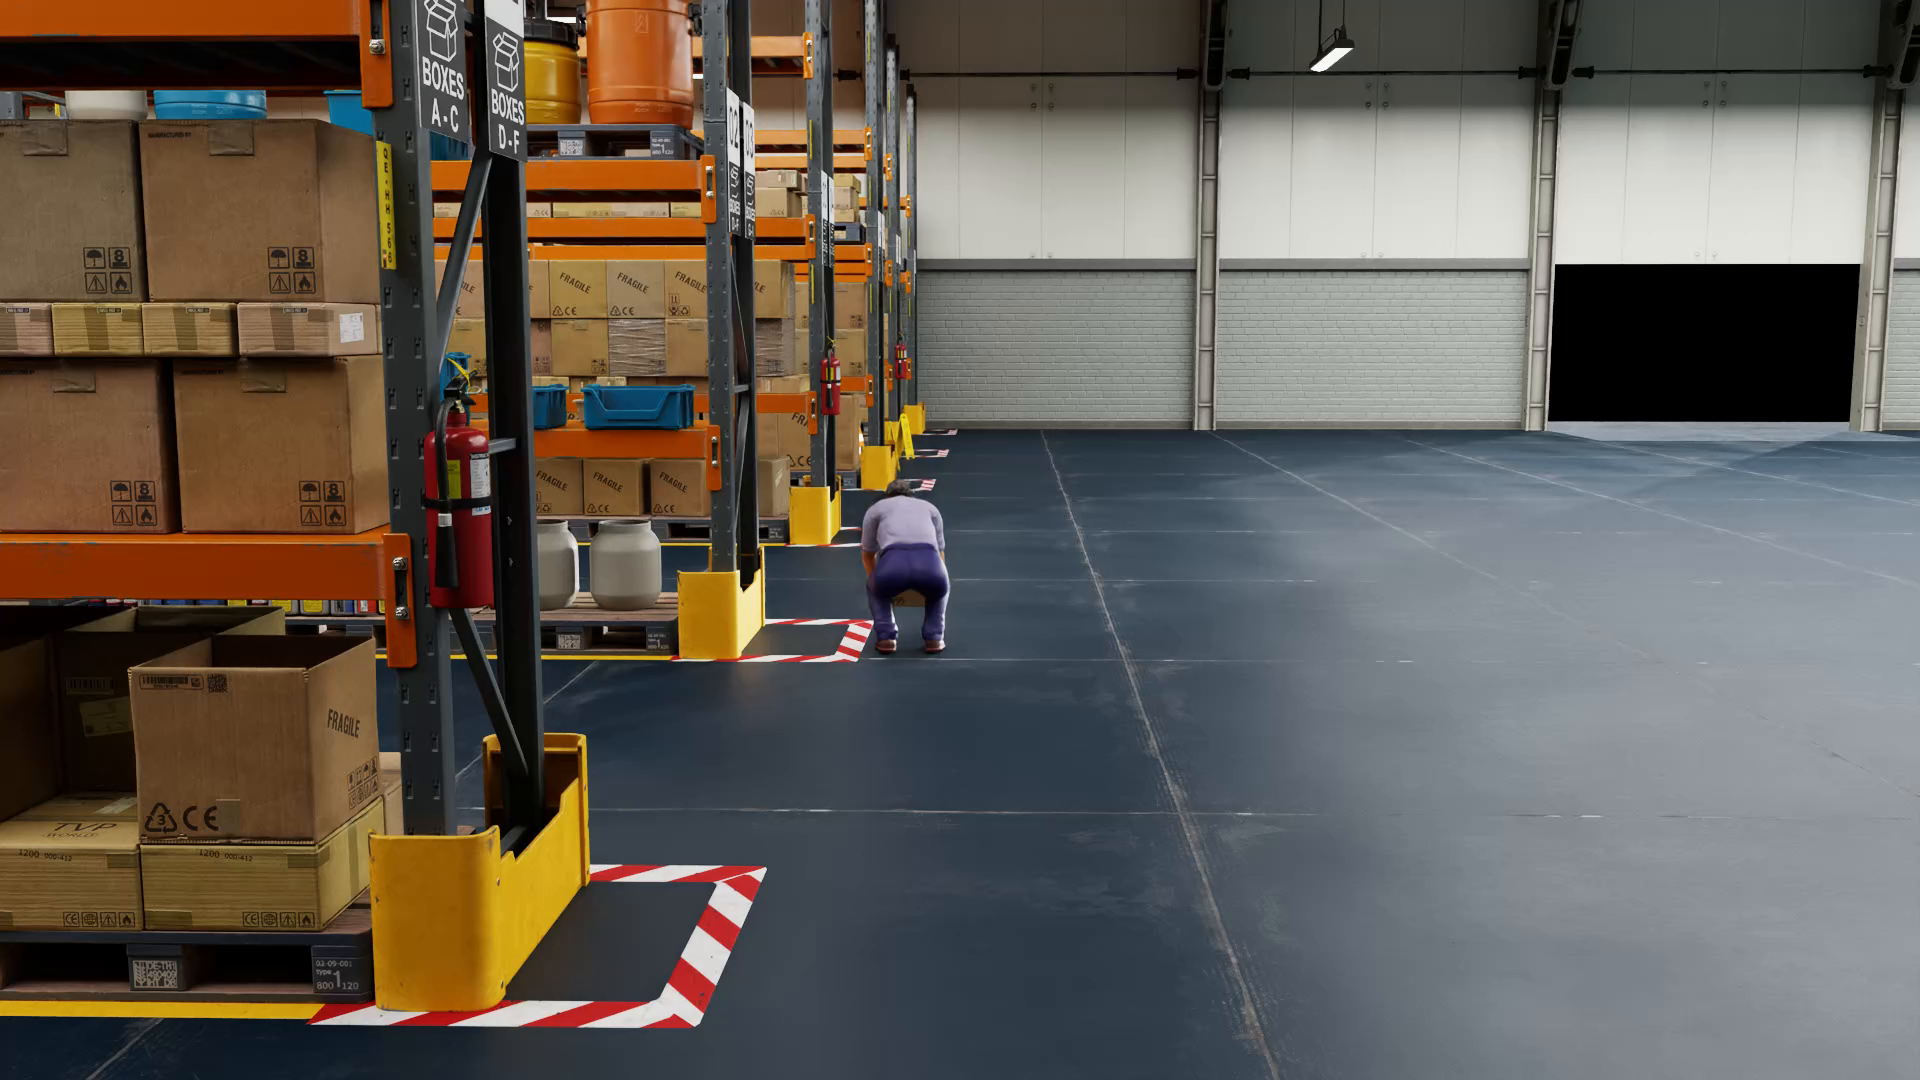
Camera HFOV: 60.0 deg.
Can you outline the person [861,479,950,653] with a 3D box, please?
[{"bbox_3d":[-0.319,0.156,9.789,0.528,0.975,0.817,0,7,-2],"label":"person"}]
